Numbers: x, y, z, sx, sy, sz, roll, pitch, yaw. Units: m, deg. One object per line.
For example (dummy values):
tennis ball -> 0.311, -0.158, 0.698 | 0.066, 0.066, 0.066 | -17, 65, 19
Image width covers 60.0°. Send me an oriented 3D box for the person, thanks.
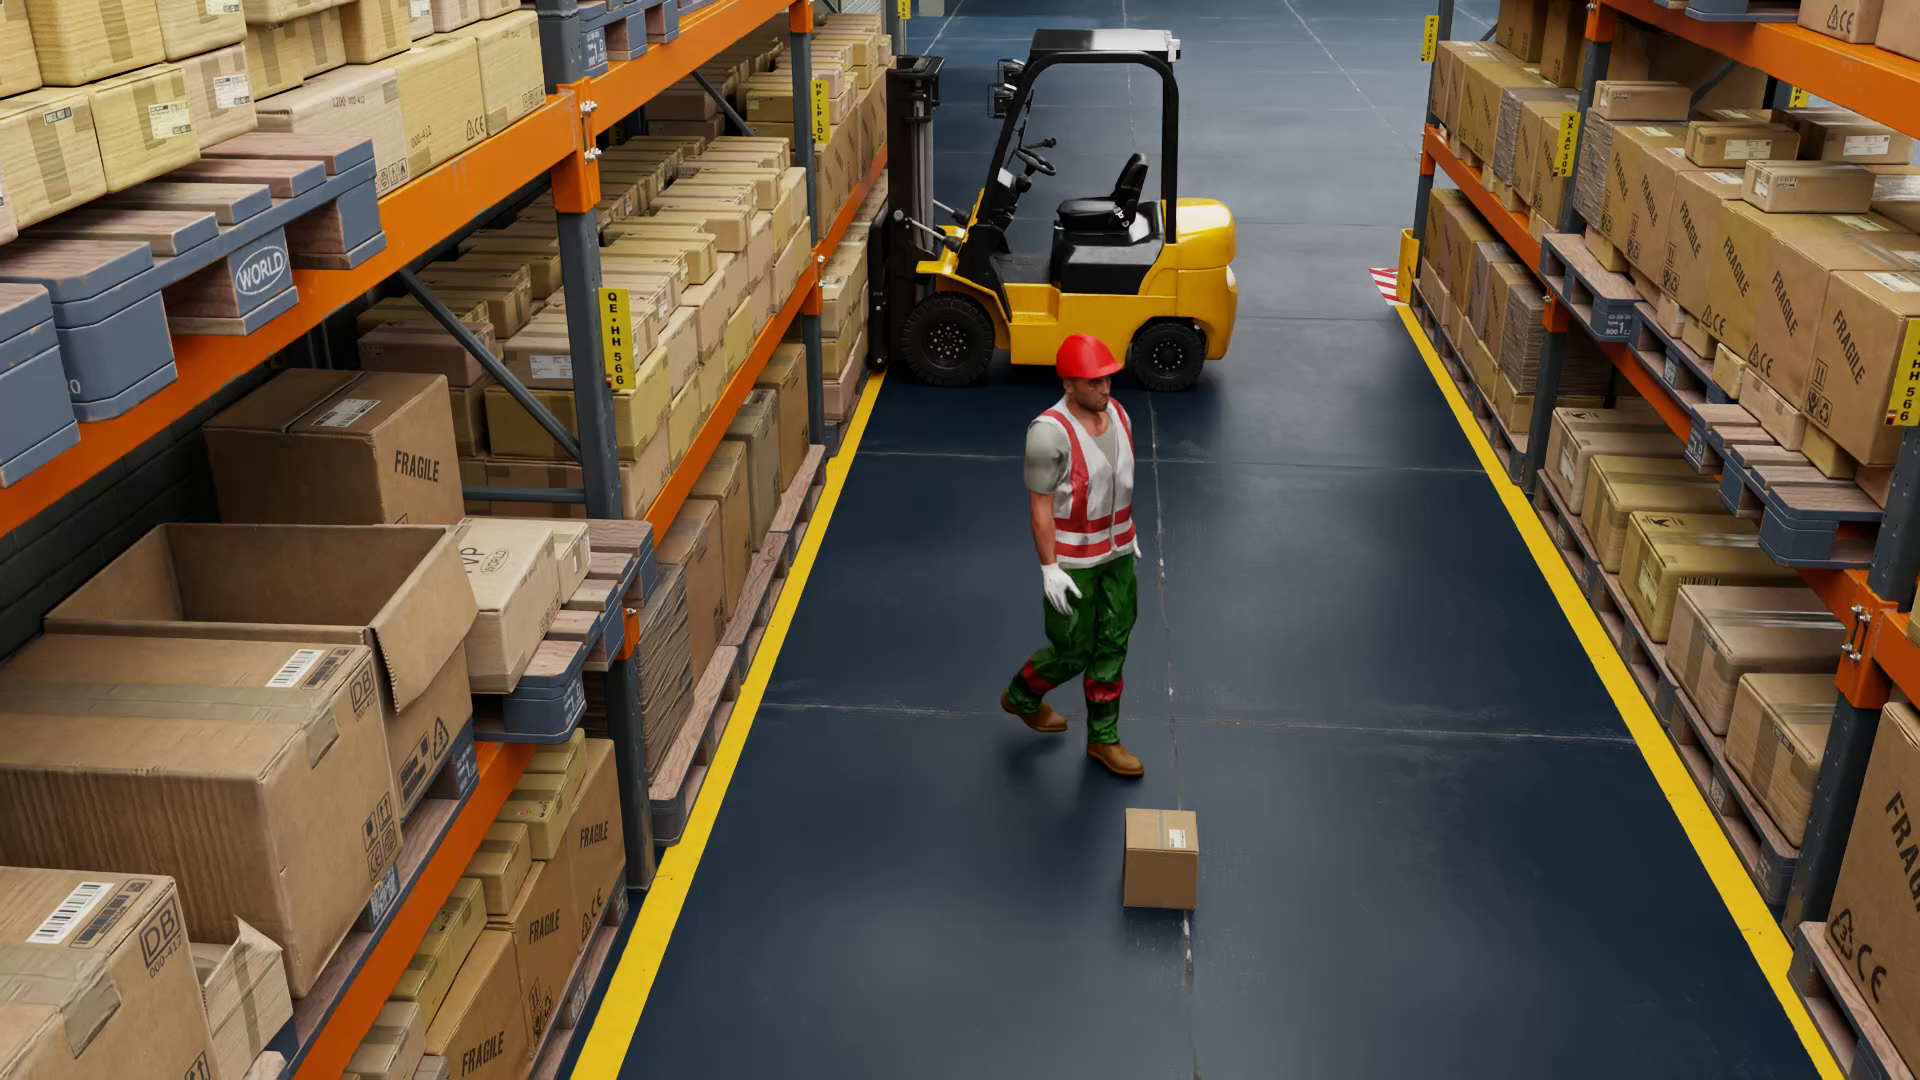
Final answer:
person -> 0.493, 0.046, 6.463 | 0.583, 1.787, 0.662 | -19, 30, -35
